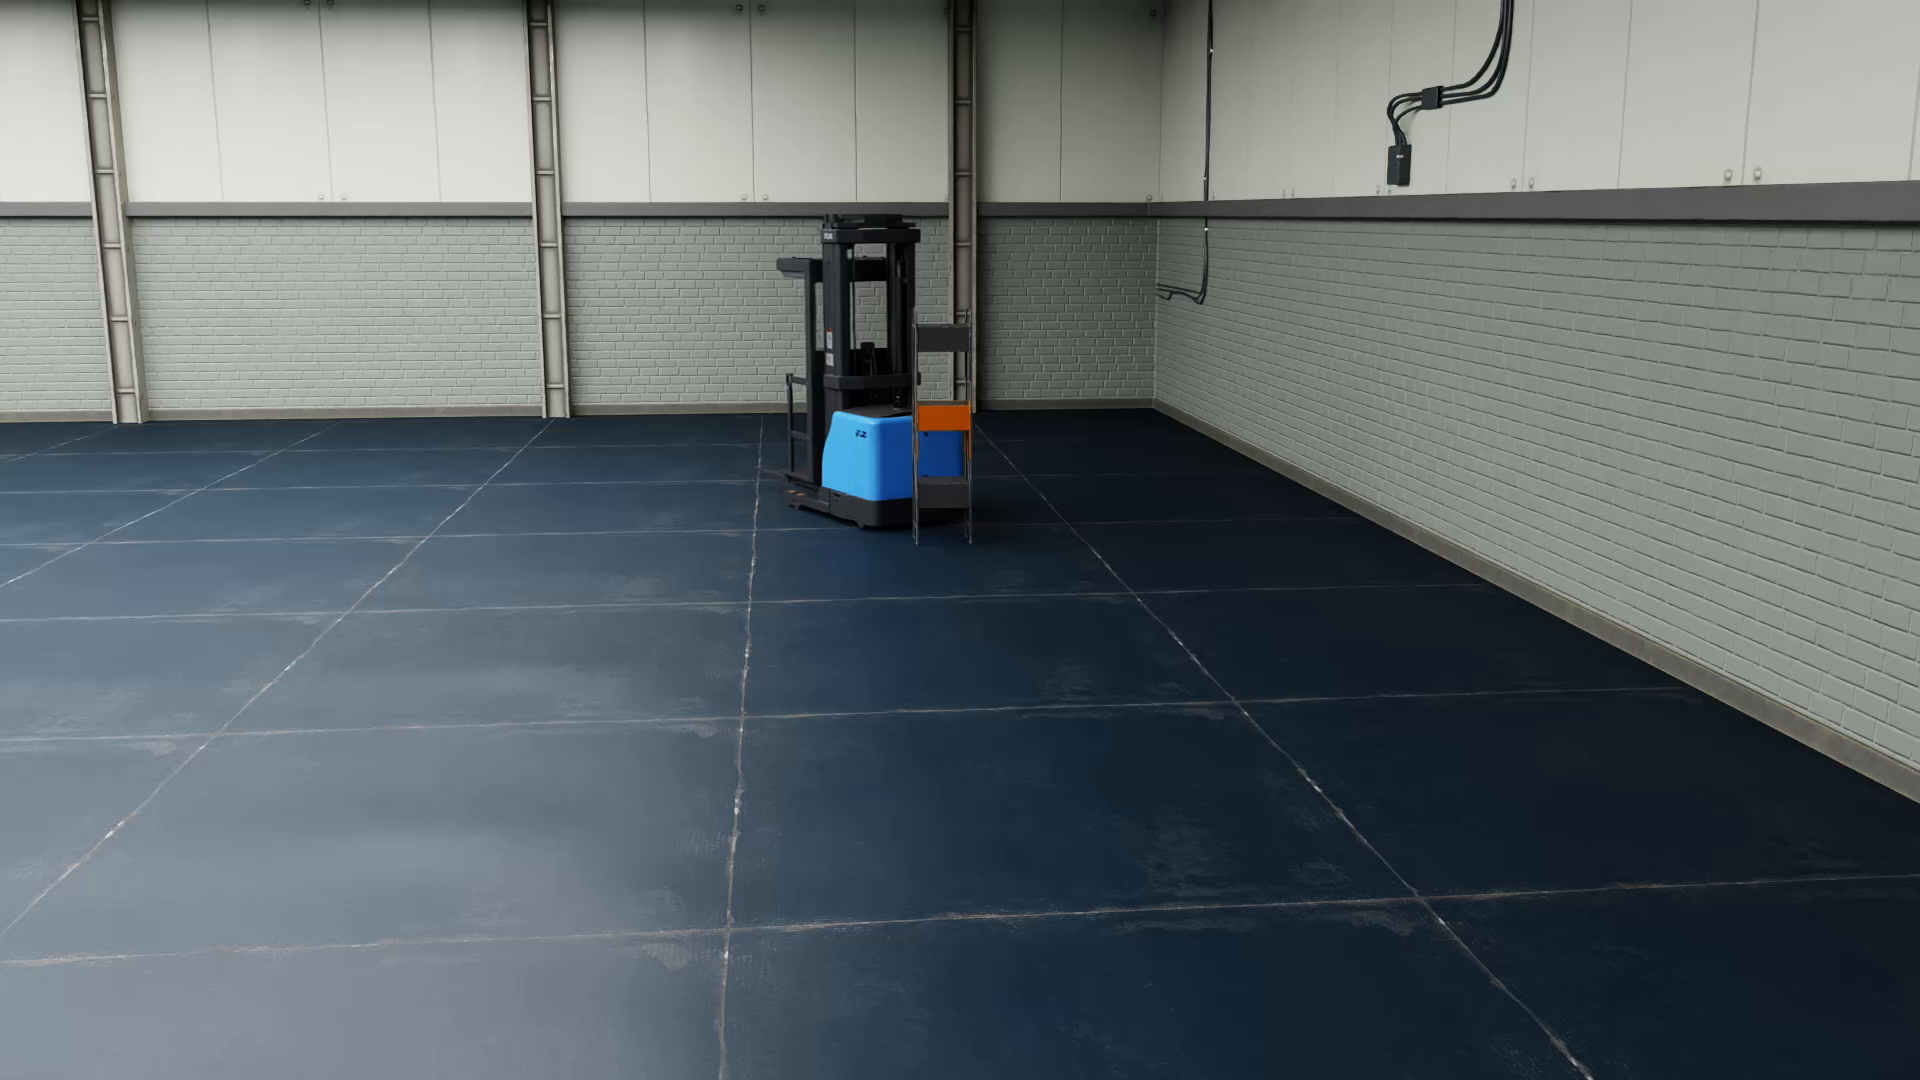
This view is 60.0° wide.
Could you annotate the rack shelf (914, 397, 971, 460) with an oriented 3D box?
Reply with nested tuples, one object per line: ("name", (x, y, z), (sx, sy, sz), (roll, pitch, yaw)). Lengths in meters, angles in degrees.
("rack shelf", (-0.165, -1.013, 15.033), (0.480, 0.518, 0.431), (-1, 11, -6))

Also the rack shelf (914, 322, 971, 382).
("rack shelf", (-0.165, -1.700, 14.898), (0.480, 0.518, 0.431), (-1, 11, -6))

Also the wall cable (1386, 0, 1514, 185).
("wall cable", (4.113, -6.017, 13.713), (0.169, 6.003, 2.305), (-1, 11, -6))

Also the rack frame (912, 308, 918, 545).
("rack frame", (-0.407, -1.022, 15.004), (0.015, 2.100, 0.400), (-1, 11, -6))

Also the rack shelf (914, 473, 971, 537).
("rack shelf", (-0.165, -0.327, 15.168), (0.480, 0.518, 0.431), (-1, 11, -6))

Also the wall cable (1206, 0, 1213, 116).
("wall cable", (3.396, -6.605, 20.477), (0.112, 2.526, 3.097), (-1, 11, -6))

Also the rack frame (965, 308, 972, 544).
("rack frame", (0.078, -1.032, 15.056), (0.015, 2.100, 0.400), (-1, 11, -6))

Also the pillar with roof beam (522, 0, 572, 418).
("pillar with roof beam", (-5.468, -5.411, 19.446), (0.400, 9.000, 9.100), (-1, 11, -6))

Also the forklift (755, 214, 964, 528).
("forklift", (-1.154, -1.789, 16.753), (1.130, 2.935, 3.031), (-7, 13, -31))

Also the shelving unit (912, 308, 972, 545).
("shelving unit", (-0.165, -1.027, 15.030), (0.503, 2.100, 0.431), (-1, 11, -6))

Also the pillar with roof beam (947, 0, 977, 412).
("pillar with roof beam", (0.497, -5.536, 20.082), (0.400, 9.000, 9.100), (-1, 11, -6))

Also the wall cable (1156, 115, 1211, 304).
("wall cable", (3.104, -4.646, 23.603), (0.112, 2.526, 3.097), (-1, 11, -6))

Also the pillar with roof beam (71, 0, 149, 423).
("pillar with roof beam", (-11.433, -5.286, 18.810), (0.400, 9.000, 9.100), (-1, 11, -6))
